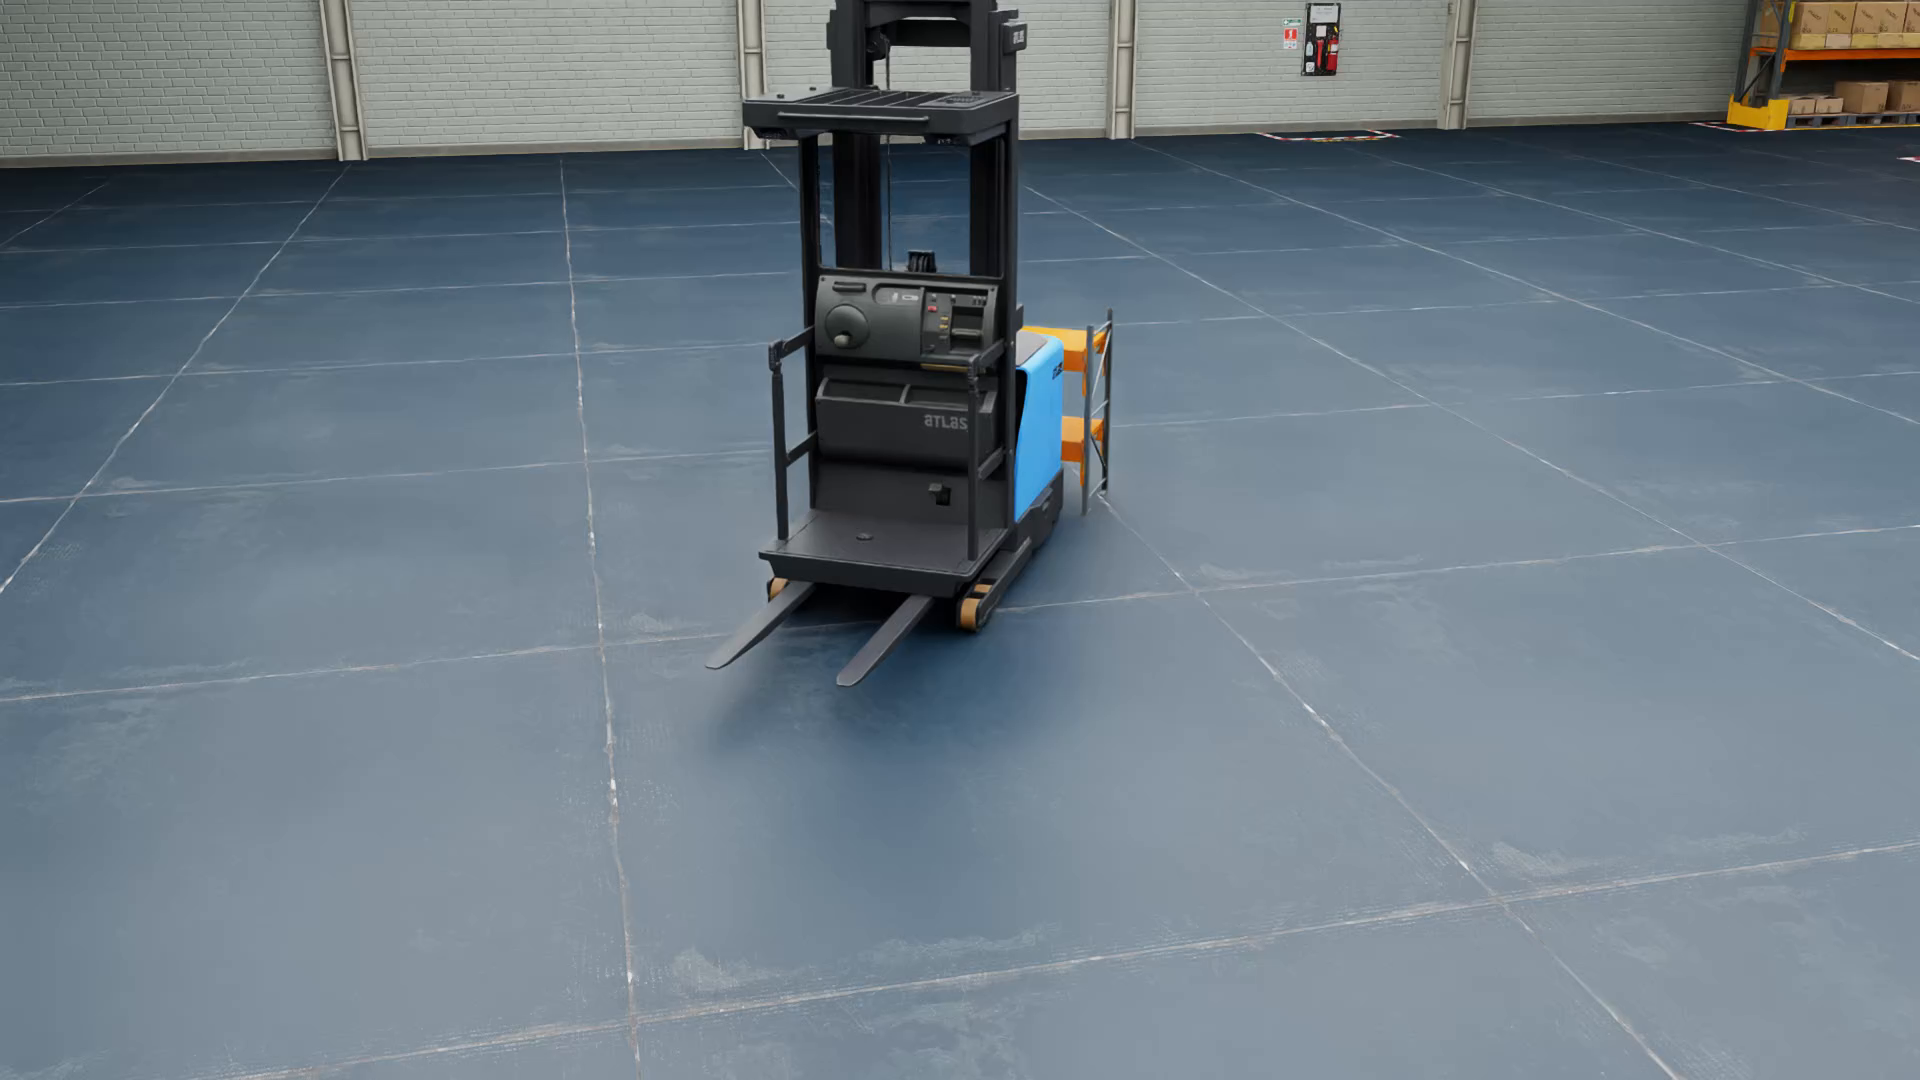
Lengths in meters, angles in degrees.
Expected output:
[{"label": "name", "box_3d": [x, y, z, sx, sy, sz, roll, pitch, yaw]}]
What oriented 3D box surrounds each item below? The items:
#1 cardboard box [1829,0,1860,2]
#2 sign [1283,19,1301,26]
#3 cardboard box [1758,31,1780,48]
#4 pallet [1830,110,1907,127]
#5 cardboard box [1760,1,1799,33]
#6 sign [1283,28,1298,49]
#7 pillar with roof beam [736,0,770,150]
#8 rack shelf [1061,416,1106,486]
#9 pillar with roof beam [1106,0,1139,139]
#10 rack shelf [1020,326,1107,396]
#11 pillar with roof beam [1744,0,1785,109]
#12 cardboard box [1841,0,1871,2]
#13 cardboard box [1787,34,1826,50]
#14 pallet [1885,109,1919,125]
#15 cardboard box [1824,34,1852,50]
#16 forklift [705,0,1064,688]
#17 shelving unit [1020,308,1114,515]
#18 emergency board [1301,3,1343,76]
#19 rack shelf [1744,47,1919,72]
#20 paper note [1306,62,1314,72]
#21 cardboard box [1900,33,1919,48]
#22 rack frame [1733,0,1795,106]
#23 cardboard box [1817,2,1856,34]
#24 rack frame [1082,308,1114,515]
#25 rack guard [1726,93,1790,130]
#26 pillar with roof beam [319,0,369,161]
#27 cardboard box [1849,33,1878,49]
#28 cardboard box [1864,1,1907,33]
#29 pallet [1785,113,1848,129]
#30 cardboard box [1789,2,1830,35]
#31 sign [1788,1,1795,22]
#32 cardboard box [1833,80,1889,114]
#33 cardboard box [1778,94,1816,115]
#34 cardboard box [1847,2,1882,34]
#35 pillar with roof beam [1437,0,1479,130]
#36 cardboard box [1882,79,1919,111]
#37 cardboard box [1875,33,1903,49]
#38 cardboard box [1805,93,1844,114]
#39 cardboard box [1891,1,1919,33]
[{"label": "cardboard box", "box_3d": [15.234, -9.121, 28.953, 0.500, 0.500, 0.500, -5, 21, -14]}, {"label": "sign", "box_3d": [5.504, -8.584, 27.564, 0.331, 0.109, 0.001, -5, 21, -12]}, {"label": "cardboard box", "box_3d": [14.241, -8.684, 28.848, 0.500, 0.250, 0.500, -4, 21, -12]}, {"label": "pallet", "box_3d": [15.888, -7.487, 29.447, 1.213, 0.211, 1.003, -5, 21, -12]}, {"label": "cardboard box", "box_3d": [14.240, -9.042, 28.737, 0.500, 0.500, 0.500, -5, 21, -13]}, {"label": "sign", "box_3d": [5.498, -8.338, 27.662, 0.234, 0.329, 0.001, -5, 21, -12]}, {"label": "pillar with roof beam", "box_3d": [-2.214, -8.939, 20.634, 0.400, 9.000, 9.100, -5, 21, -12]}, {"label": "rack shelf", "box_3d": [0.329, -0.584, 9.985, 1.000, 0.278, 0.538, 7, 21, 18]}, {"label": "pillar with roof beam", "box_3d": [3.625, -9.414, 21.931, 0.400, 9.000, 9.100, -5, 21, -12]}, {"label": "rack shelf", "box_3d": [0.329, -1.089, 9.801, 1.000, 0.278, 0.538, 7, 21, 18]}, {"label": "pillar with roof beam", "box_3d": [15.303, -10.364, 24.524, 0.400, 9.000, 9.100, -5, 21, -12]}, {"label": "cardboard box", "box_3d": [15.724, -9.161, 29.061, 0.500, 0.500, 0.500, -4, 21, -12]}, {"label": "cardboard box", "box_3d": [14.378, -8.514, 28.385, 0.500, 0.250, 0.500, -5, 21, -14]}, {"label": "pallet", "box_3d": [17.077, -7.585, 29.714, 1.213, 0.211, 1.003, -5, 21, -12]}, {"label": "cardboard box", "box_3d": [14.880, -8.560, 28.511, 0.500, 0.250, 0.500, -5, 21, -14]}, {"label": "forklift", "box_3d": [-0.331, -1.083, 8.009, 1.130, 2.935, 3.031, 6, 21, 16]}, {"label": "shelving unit", "box_3d": [0.329, -0.814, 9.901, 1.048, 1.125, 0.538, 7, 21, 18]}, {"label": "emergency board", "box_3d": [6.060, -8.330, 27.694, 0.643, 1.169, 0.194, -5, 21, -12]}, {"label": "rack shelf", "box_3d": [15.777, -8.463, 29.104, 4.000, 0.370, 1.077, -5, 21, -12]}, {"label": "paper note", "box_3d": [5.872, -7.925, 27.870, 0.142, 0.148, 0.016, -5, 21, -12]}, {"label": "cardboard box", "box_3d": [16.359, -8.678, 28.832, 0.500, 0.250, 0.500, -5, 21, -13]}, {"label": "rack frame", "box_3d": [13.830, -8.643, 28.548, 0.127, 3.000, 1.000, -5, 21, -12]}, {"label": "cardboard box", "box_3d": [14.847, -8.907, 28.367, 0.500, 0.500, 0.500, -5, 21, -12]}, {"label": "rack frame", "box_3d": [0.809, -0.756, 9.743, 0.032, 1.125, 0.500, 7, 21, 18]}, {"label": "rack guard", "box_3d": [13.904, -7.475, 28.994, 0.348, 0.500, 1.175, -5, 21, -12]}, {"label": "pillar with roof beam", "box_3d": [-8.053, -8.464, 19.338, 0.400, 9.000, 9.100, -5, 21, -12]}, {"label": "cardboard box", "box_3d": [15.377, -8.598, 28.615, 0.500, 0.250, 0.500, -5, 21, -13]}, {"label": "cardboard box", "box_3d": [15.851, -8.990, 28.596, 0.500, 0.500, 0.500, -4, 20, -11]}, {"label": "pallet", "box_3d": [14.703, -7.392, 29.187, 1.213, 0.211, 1.003, -5, 21, -12]}, {"label": "cardboard box", "box_3d": [14.364, -8.871, 28.270, 0.500, 0.500, 0.500, -5, 21, -12]}, {"label": "sign", "box_3d": [13.955, -8.868, 27.903, 0.005, 0.325, 0.100, -5, 21, -12]}, {"label": "cardboard box", "box_3d": [15.804, -7.787, 29.205, 0.500, 0.500, 0.700, -6, 21, -16]}, {"label": "cardboard box", "box_3d": [14.524, -7.611, 29.002, 0.500, 0.311, 0.500, -7, 21, -19]}, {"label": "cardboard box", "box_3d": [15.352, -8.946, 28.473, 0.500, 0.500, 0.500, -5, 21, -14]}, {"label": "pillar with roof beam", "box_3d": [9.464, -9.889, 23.227, 0.400, 9.000, 9.100, -5, 21, -12]}, {"label": "cardboard box", "box_3d": [16.722, -7.897, 29.505, 0.500, 0.500, 0.500, -6, 21, -17]}, {"label": "cardboard box", "box_3d": [15.870, -8.638, 28.722, 0.500, 0.250, 0.500, -4, 21, -12]}, {"label": "cardboard box", "box_3d": [15.079, -7.657, 29.125, 0.500, 0.311, 0.500, -3, 20, -8]}, {"label": "cardboard box", "box_3d": [16.357, -9.032, 28.709, 0.500, 0.500, 0.500, -5, 21, -14]}]
